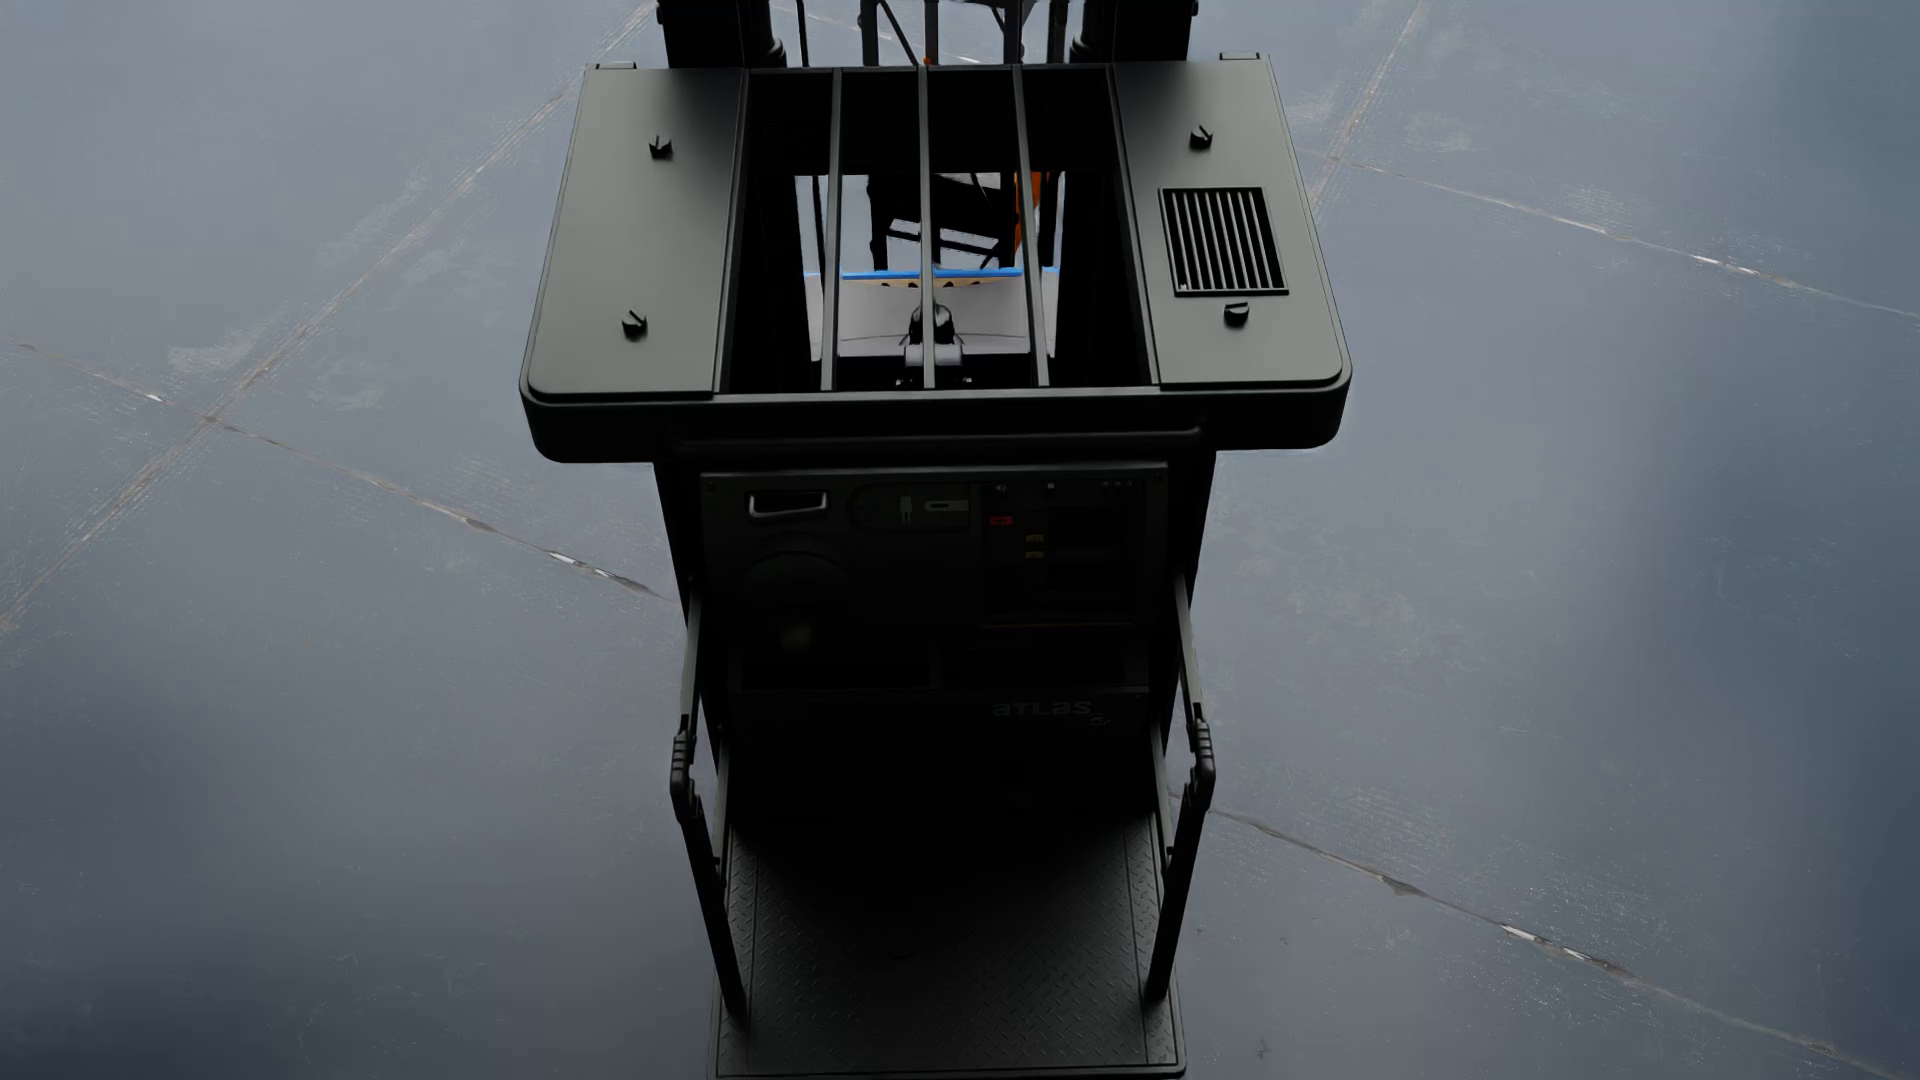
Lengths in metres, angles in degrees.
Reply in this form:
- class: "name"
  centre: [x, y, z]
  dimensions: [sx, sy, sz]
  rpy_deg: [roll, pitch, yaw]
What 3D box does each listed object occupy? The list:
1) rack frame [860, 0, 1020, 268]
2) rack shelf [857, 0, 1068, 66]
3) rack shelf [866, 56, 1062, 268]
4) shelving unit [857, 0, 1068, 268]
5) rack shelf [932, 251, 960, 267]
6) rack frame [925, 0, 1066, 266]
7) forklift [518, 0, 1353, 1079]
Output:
- class: "rack frame"
  centre: [-0.051, -0.816, 4.565]
  dimensions: [0.400, 2.100, 0.015]
  rpy_deg: [13, 51, 11]
- class: "rack shelf"
  centre: [0.022, -1.438, 4.194]
  dimensions: [0.431, 0.518, 0.480]
  rpy_deg: [13, 51, 11]
- class: "rack shelf"
  centre: [0.022, -0.984, 4.727]
  dimensions: [0.431, 0.518, 0.480]
  rpy_deg: [13, 51, 11]
- class: "shelving unit"
  centre: [0.022, -0.993, 4.716]
  dimensions: [0.431, 2.100, 0.503]
  rpy_deg: [13, 51, 11]
- class: "rack shelf"
  centre: [0.022, -0.531, 5.260]
  dimensions: [0.431, 0.518, 0.480]
  rpy_deg: [13, 51, 11]
- class: "rack frame"
  centre: [0.095, -1.170, 4.867]
  dimensions: [0.400, 2.100, 0.015]
  rpy_deg: [13, 51, 11]
- class: "forklift"
  centre: [-0.041, 0.134, 3.212]
  dimensions: [1.130, 2.935, 3.031]
  rpy_deg: [-1, 50, -1]
